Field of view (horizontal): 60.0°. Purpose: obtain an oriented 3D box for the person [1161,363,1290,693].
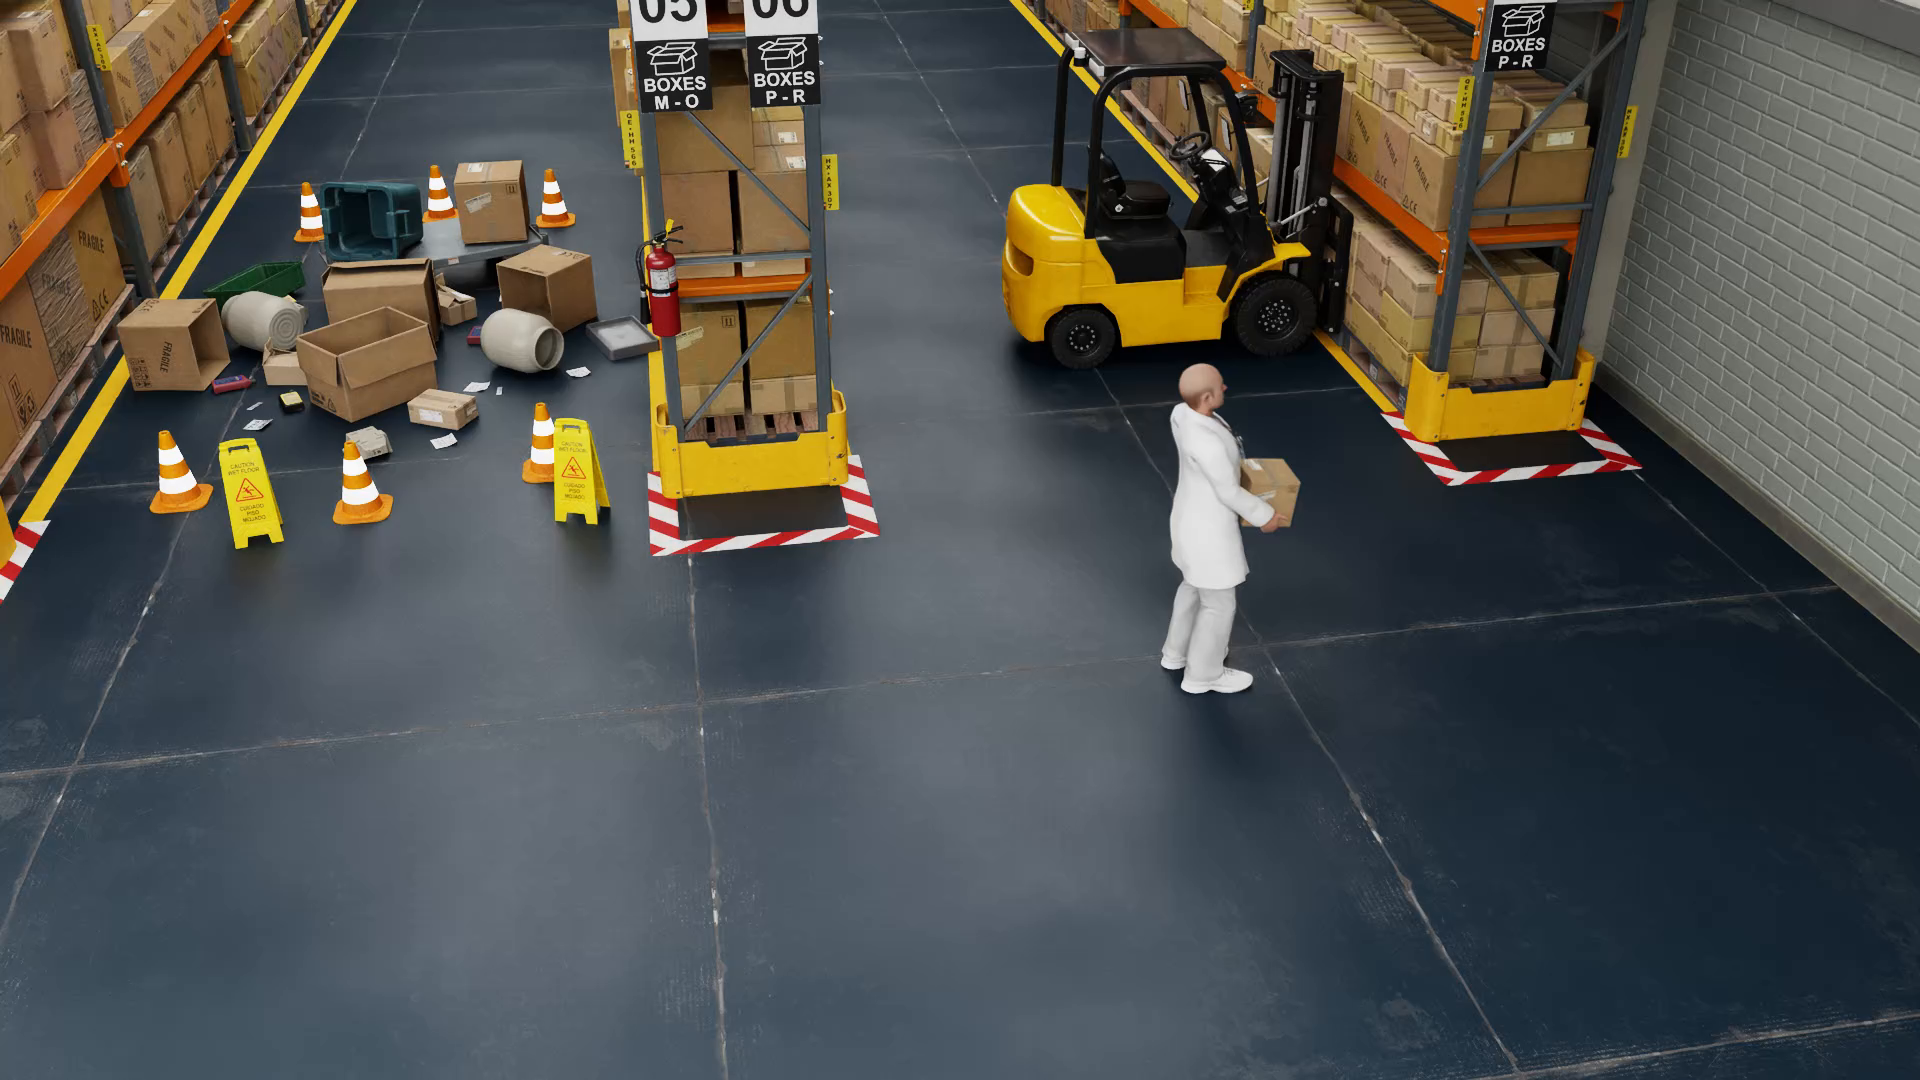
[{"bbox_3d":[1.314,-0.066,8.276,0.563,1.769,0.527,-5,31,-9],"label":"person"}]
